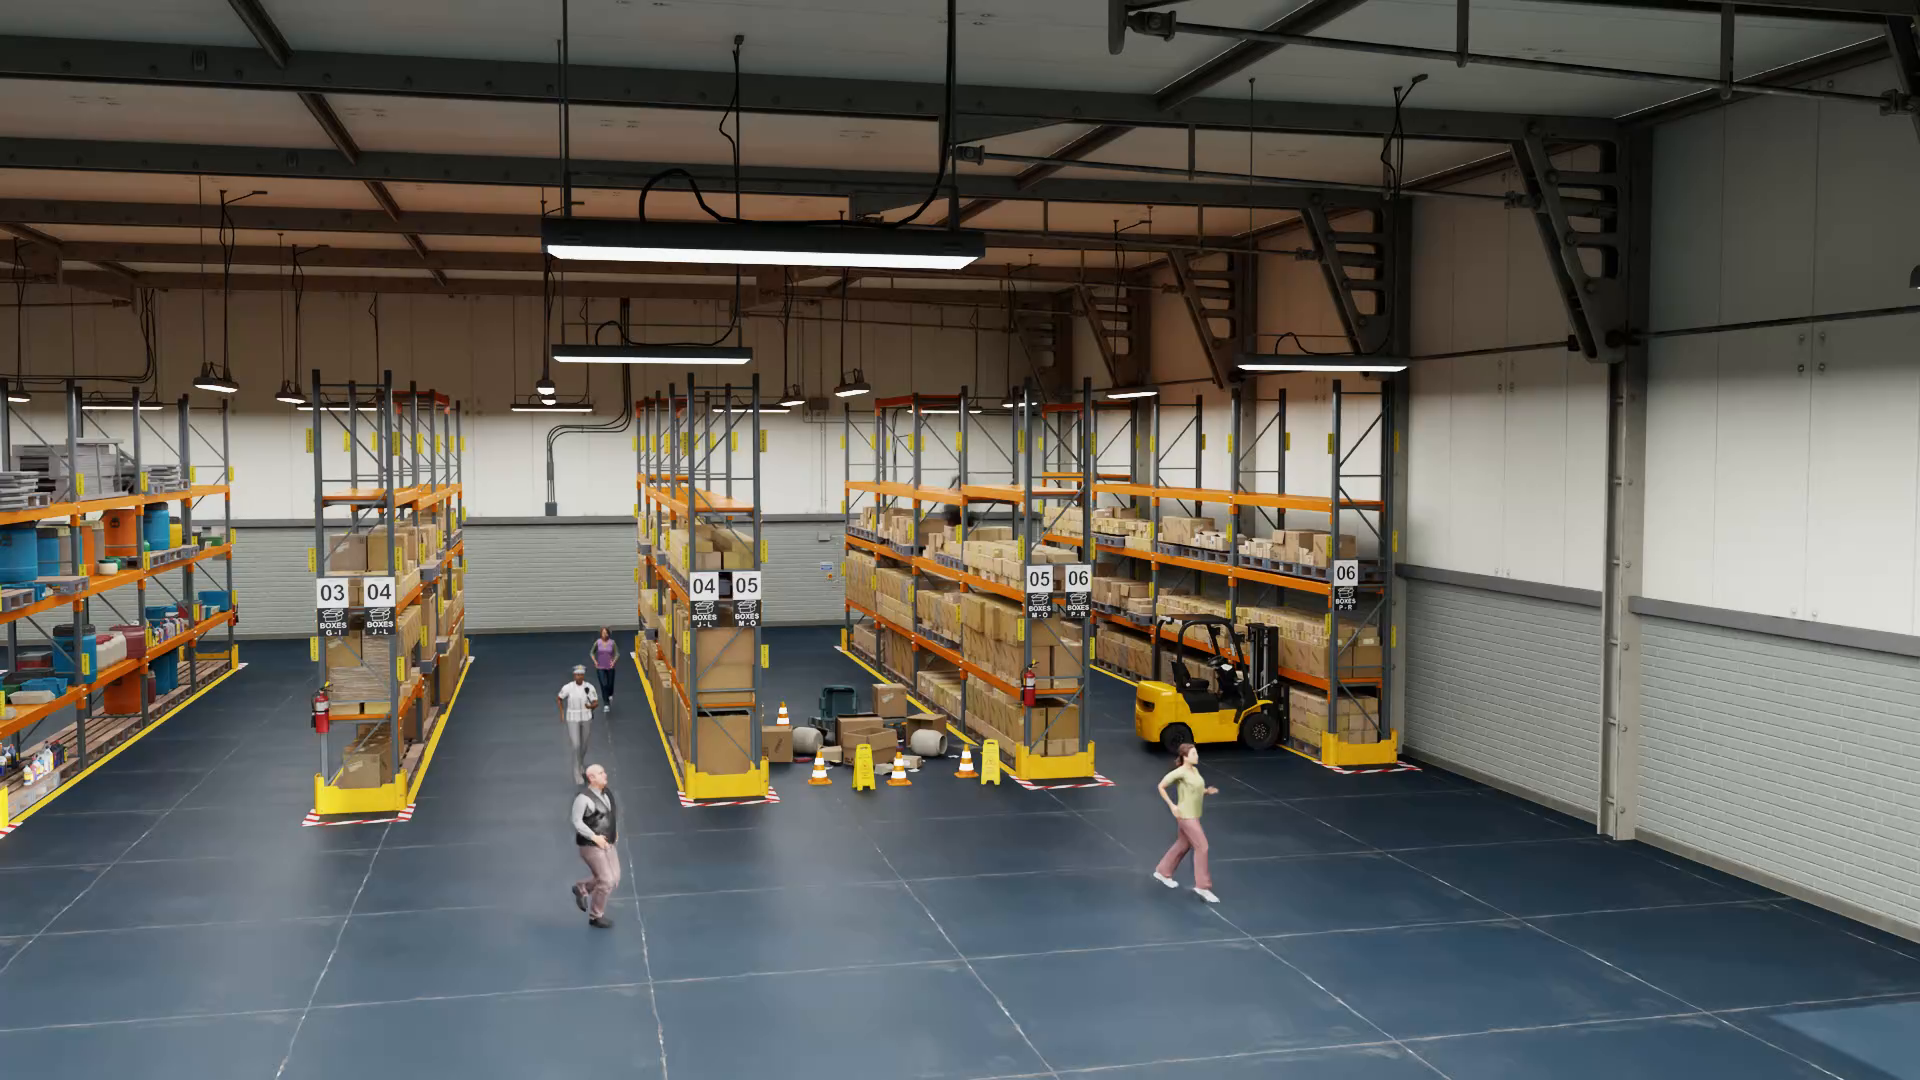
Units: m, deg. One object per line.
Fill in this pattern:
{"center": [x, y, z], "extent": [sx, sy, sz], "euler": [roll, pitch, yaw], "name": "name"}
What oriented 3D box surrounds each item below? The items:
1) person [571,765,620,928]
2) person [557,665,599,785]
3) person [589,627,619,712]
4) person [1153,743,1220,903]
{"center": [-3.829, 3.165, 17.328], "extent": [0.600, 1.677, 0.690], "euler": [1, 3, 19], "name": "person"}
{"center": [-5.675, 2.713, 24.758], "extent": [0.566, 1.720, 0.872], "euler": [-2, 4, -26], "name": "person"}
{"center": [-6.671, 2.417, 31.213], "extent": [0.549, 1.573, 0.622], "euler": [-1, 3, -13], "name": "person"}
{"center": [2.508, 3.054, 18.366], "extent": [0.830, 1.638, 0.552], "euler": [2, 4, 28], "name": "person"}
